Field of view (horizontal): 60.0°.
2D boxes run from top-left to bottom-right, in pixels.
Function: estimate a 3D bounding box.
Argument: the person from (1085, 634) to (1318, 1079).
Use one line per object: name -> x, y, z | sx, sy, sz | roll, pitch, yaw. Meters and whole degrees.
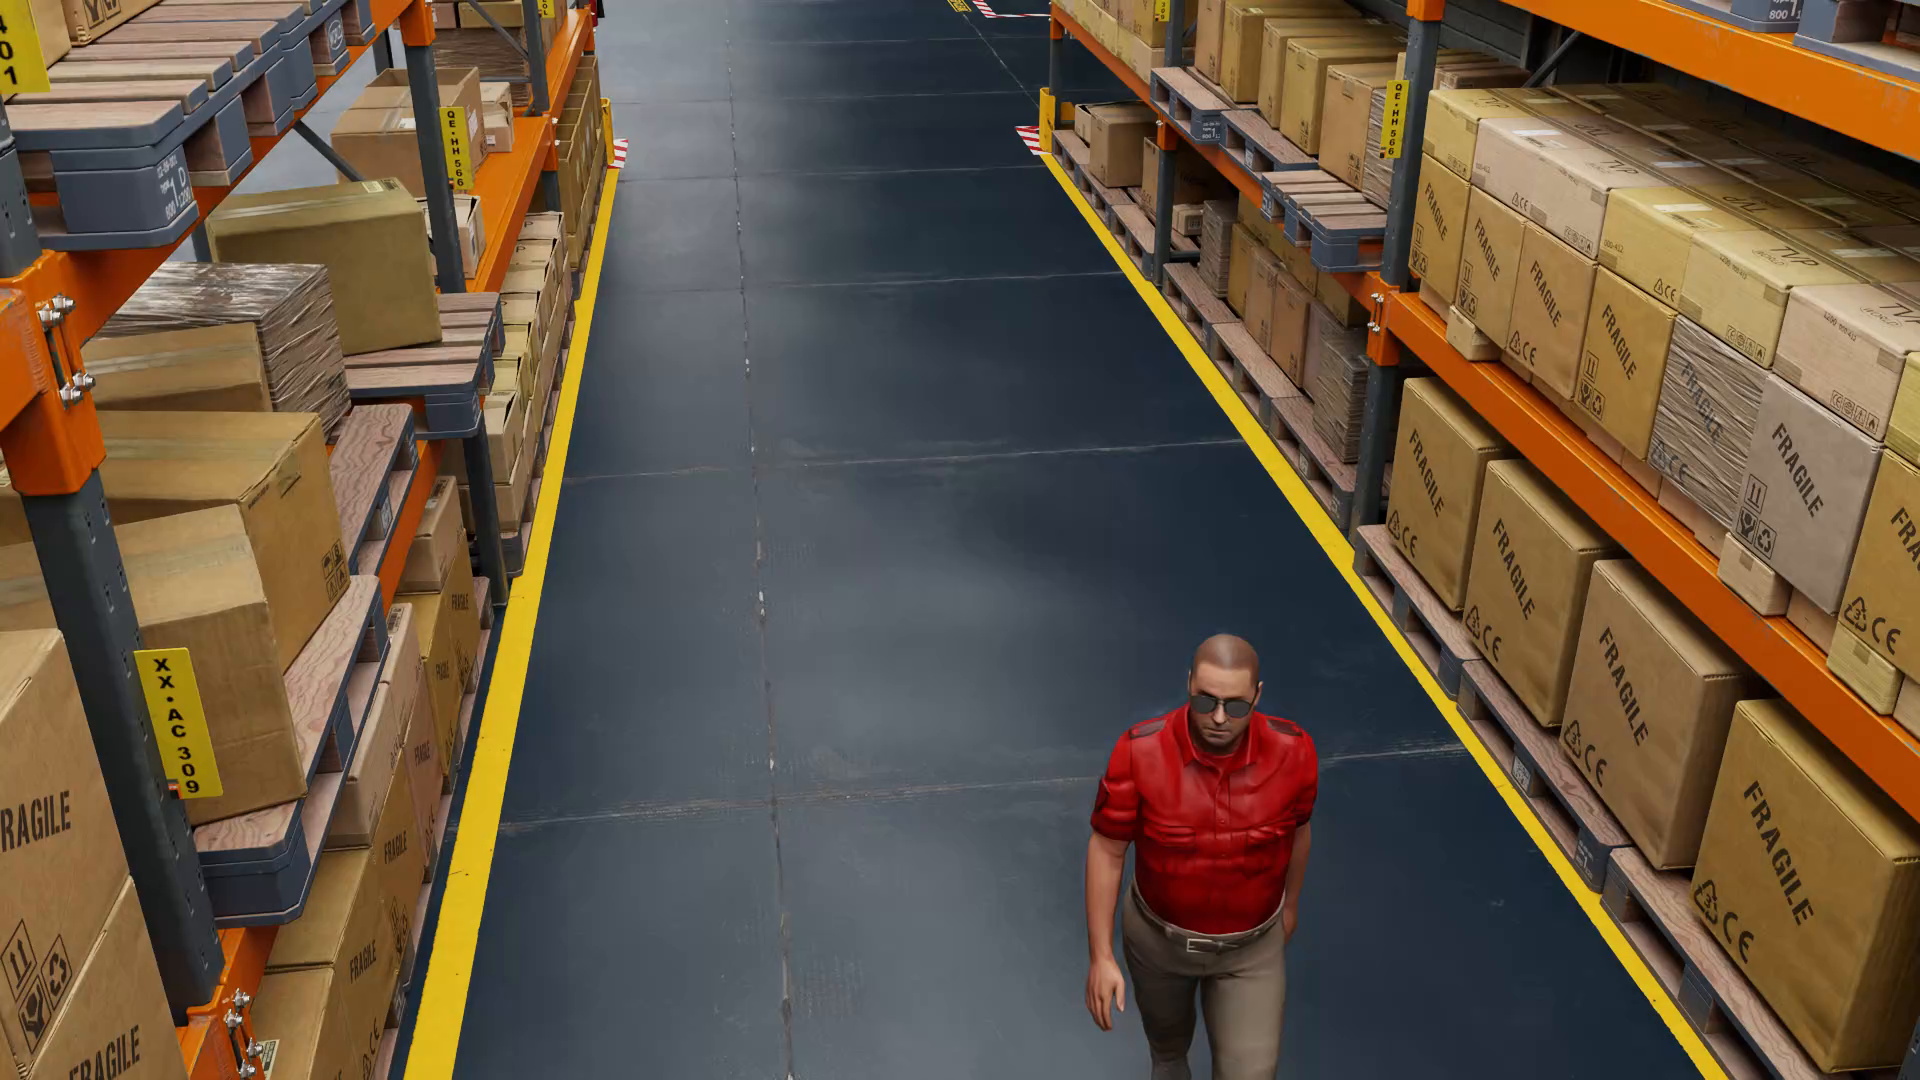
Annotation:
person -> 0.585, 1.001, 4.144 | 0.559, 1.661, 1.046 | 3, 27, 6
